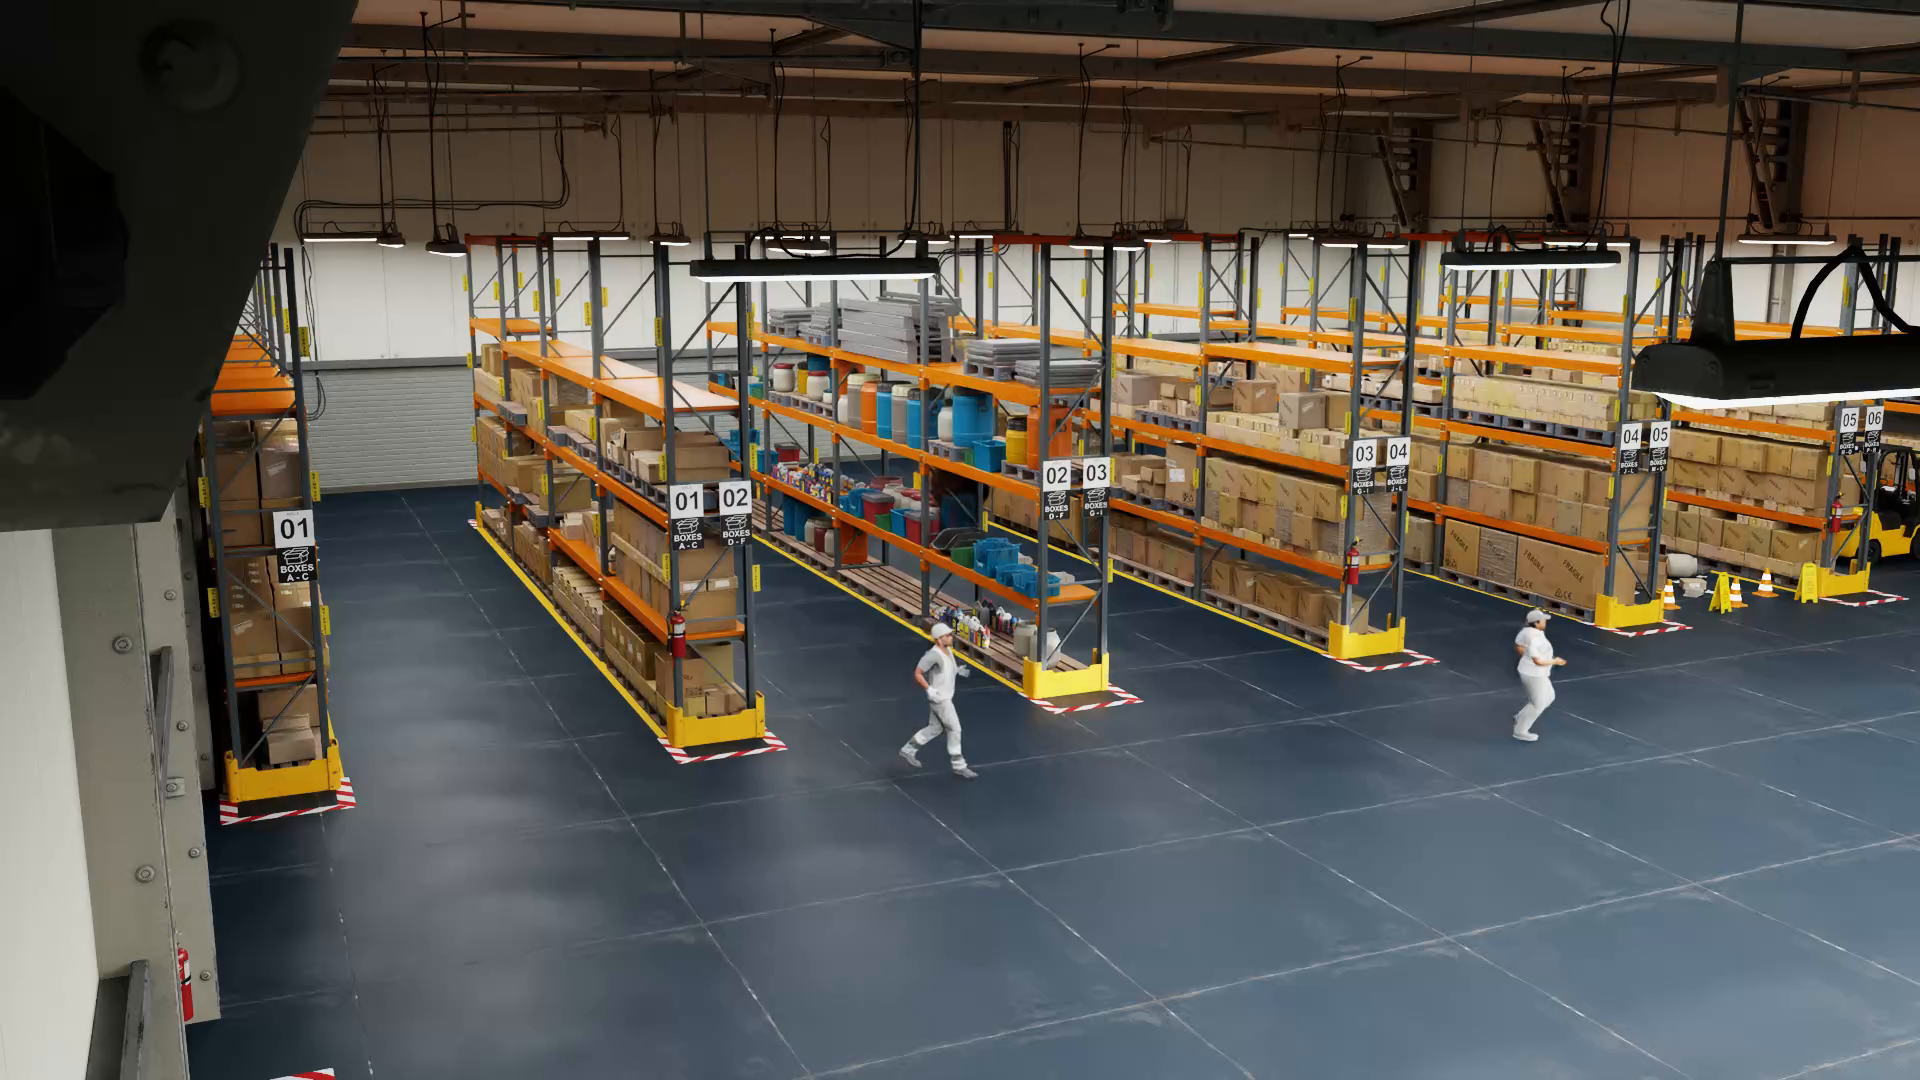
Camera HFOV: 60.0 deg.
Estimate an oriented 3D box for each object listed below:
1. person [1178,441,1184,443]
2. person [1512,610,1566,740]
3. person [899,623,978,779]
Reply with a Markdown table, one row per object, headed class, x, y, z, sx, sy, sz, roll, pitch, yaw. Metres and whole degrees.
| class | x | y | z | sx | sy | sz | roll | pitch | yaw |
| --- | --- | --- | --- | --- | --- | --- | --- | --- | --- |
| person | 4.645 | -1.250 | 35.082 | 0.707 | 1.721 | 0.587 | -6 | 12 | -28 |
| person | 7.084 | 1.645 | 20.329 | 0.559 | 1.627 | 0.592 | 2 | 11 | 9 |
| person | -0.245 | 1.818 | 19.030 | 0.929 | 1.802 | 0.634 | 2 | 11 | 8 |
